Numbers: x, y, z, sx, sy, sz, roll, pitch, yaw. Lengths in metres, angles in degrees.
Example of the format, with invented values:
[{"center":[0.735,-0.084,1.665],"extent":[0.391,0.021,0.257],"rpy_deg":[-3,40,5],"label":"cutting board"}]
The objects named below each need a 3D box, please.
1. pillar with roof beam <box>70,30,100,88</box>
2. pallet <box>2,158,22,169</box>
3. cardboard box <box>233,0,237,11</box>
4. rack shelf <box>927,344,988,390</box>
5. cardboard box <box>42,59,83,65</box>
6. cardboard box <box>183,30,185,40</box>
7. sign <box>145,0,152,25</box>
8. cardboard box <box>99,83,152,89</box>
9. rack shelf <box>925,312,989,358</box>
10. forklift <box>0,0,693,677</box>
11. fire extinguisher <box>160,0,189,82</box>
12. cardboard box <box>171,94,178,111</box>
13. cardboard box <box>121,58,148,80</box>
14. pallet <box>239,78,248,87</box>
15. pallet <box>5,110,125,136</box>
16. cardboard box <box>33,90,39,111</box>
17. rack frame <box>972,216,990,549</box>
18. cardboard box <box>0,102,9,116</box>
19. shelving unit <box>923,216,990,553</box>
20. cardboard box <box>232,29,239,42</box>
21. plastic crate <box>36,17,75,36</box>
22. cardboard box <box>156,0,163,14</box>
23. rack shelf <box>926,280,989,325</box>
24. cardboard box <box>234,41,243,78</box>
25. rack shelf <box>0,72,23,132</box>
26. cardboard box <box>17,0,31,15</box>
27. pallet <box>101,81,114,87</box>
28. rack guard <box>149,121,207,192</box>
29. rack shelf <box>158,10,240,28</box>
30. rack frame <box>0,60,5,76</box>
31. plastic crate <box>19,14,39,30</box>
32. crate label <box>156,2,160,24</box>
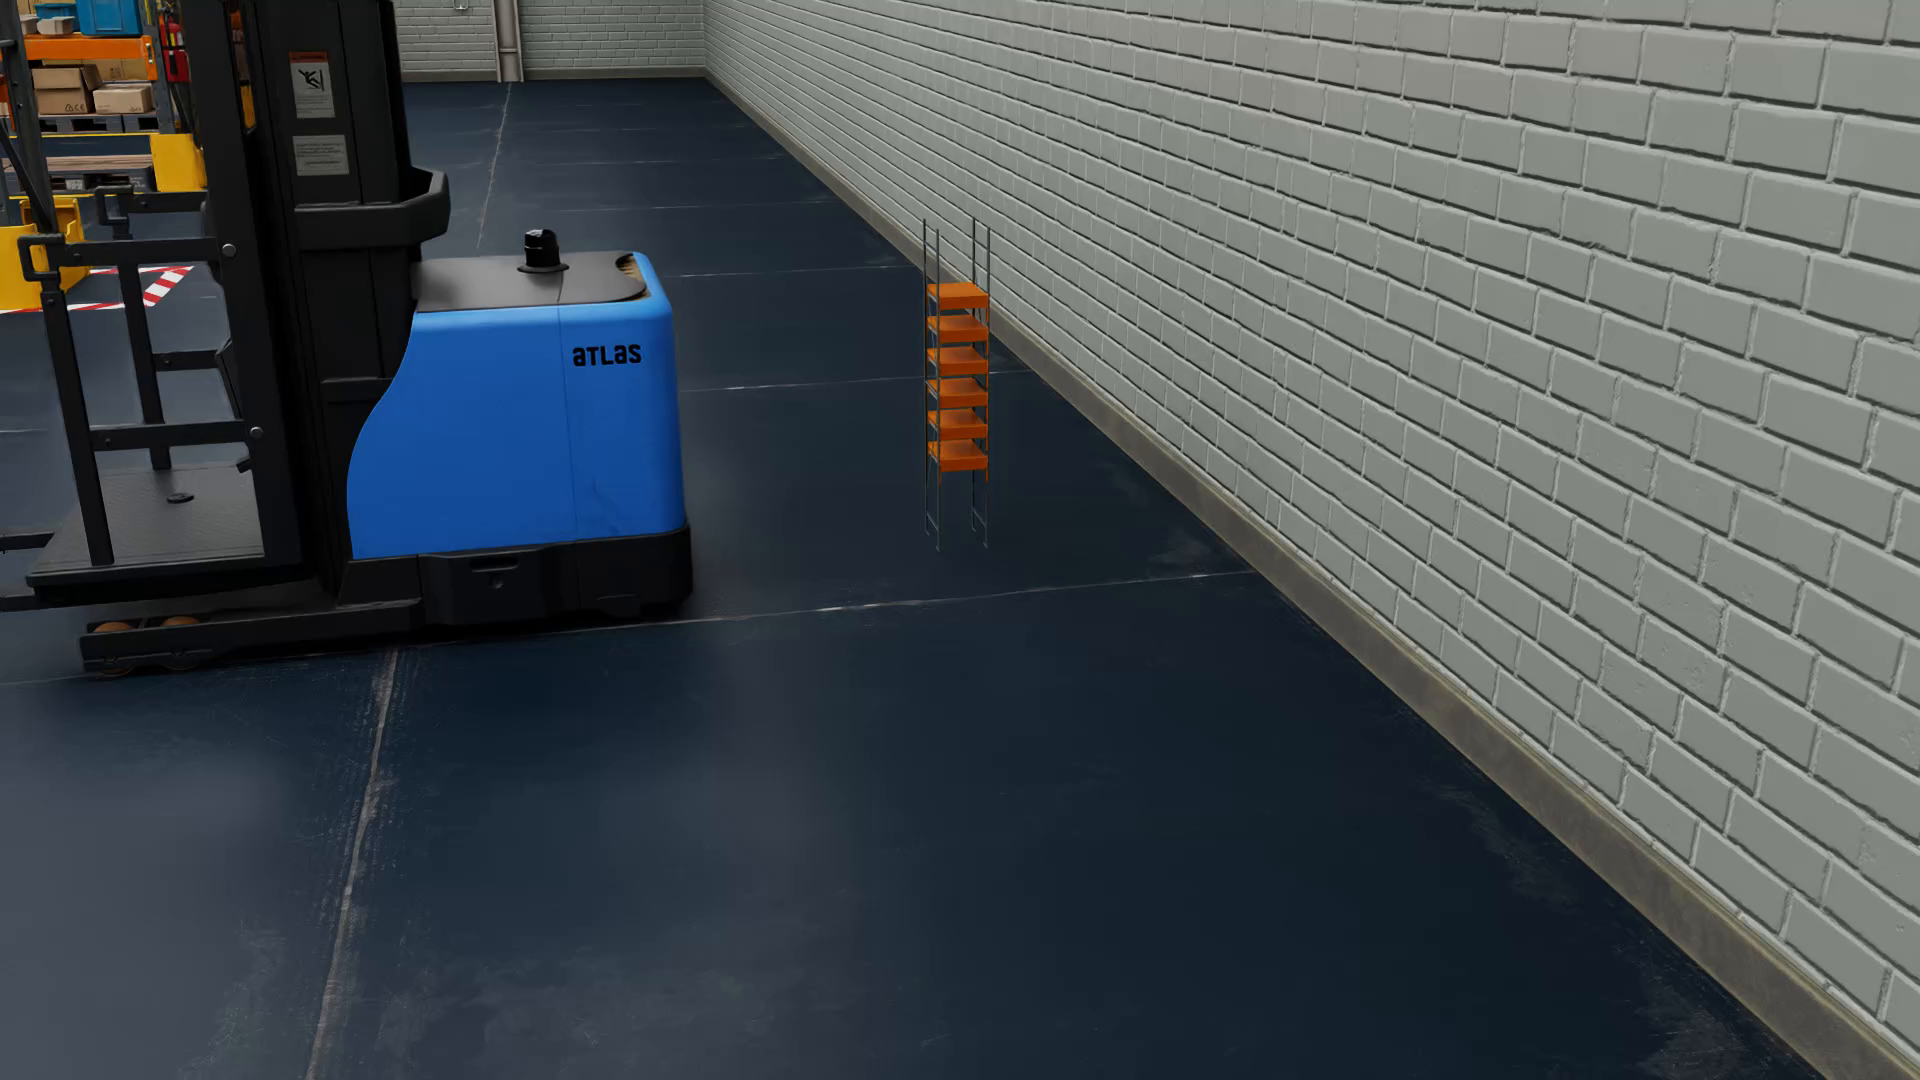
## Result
[{"center":[-11.770,-9.389,18.863],"extent":[0.400,9.000,9.100],"rpy_deg":[-5,21,-12],"label":"pillar with roof beam"},{"center":[-9.067,-3.212,14.775],"extent":[1.213,0.211,1.003],"rpy_deg":[-5,21,-12],"label":"pallet"},{"center":[-8.699,-6.427,19.353],"extent":[0.500,0.500,0.500],"rpy_deg":[-4,21,-11],"label":"cardboard box"},{"center":[-0.014,-0.633,6.079],"extent":[0.180,0.103,0.258],"rpy_deg":[-5,21,-12],"label":"rack shelf"},{"center":[-12.492,-6.716,23.313],"extent":[0.500,0.500,0.700],"rpy_deg":[-4,21,-12],"label":"cardboard box"},{"center":[-10.917,-7.220,23.745],"extent":[0.250,0.149,0.380],"rpy_deg":[-4,21,-12],"label":"cardboard box"},{"center":[-6.928,-4.562,14.171],"extent":[0.005,0.325,0.100],"rpy_deg":[-5,21,-12],"label":"sign"},{"center":[-9.774,-5.215,19.548],"extent":[0.500,0.250,0.500],"rpy_deg":[-5,21,-12],"label":"cardboard box"},{"center":[-0.014,-0.746,6.038],"extent":[0.180,0.103,0.258],"rpy_deg":[-5,21,-12],"label":"rack shelf"},{"center":[-2.480,-1.152,5.200],"extent":[3.031,2.935,1.130],"rpy_deg":[-5,21,-14],"label":"forklift"},{"center":[-6.819,-4.317,14.393],"extent":[0.183,0.674,0.296],"rpy_deg":[-5,21,-12],"label":"fire extinguisher"},{"center":[-9.094,-5.076,19.289],"extent":[0.250,0.166,0.380],"rpy_deg":[-5,21,-12],"label":"cardboard box"},{"center":[-11.502,-6.795,23.527],"extent":[0.500,0.500,0.700],"rpy_deg":[-4,21,-11],"label":"cardboard box"},{"center":[-10.111,-6.586,23.987],"extent":[1.213,0.211,1.003],"rpy_deg":[-5,21,-12],"label":"pallet"},{"center":[-10.241,-4.853,19.255],"extent":[1.213,0.211,1.003],"rpy_deg":[-5,21,-12],"label":"pallet"},{"center":[-10.881,-5.154,19.292],"extent":[0.500,0.311,0.500],"rpy_deg":[-5,21,-12],"label":"cardboard box"},{"center":[0.075,-0.569,6.125],"extent":[0.006,1.200,0.240],"rpy_deg":[-5,21,-12],"label":"rack frame"},{"center":[-10.802,-4.919,18.862],"extent":[0.250,0.166,0.380],"rpy_deg":[-5,21,-12],"label":"cardboard box"},{"center":[-0.014,-0.562,6.105],"extent":[0.189,1.200,0.258],"rpy_deg":[-5,21,-12],"label":"shelving unit"},{"center":[-10.340,-7.132,23.505],"extent":[0.250,0.149,0.380],"rpy_deg":[-4,21,-11],"label":"cardboard box"},{"center":[-7.823,-4.448,14.392],"extent":[0.243,0.136,0.396],"rpy_deg":[-5,21,-12],"label":"plastic crate"},{"center":[-9.084,-6.205,18.747],"extent":[0.500,0.500,0.500],"rpy_deg":[-4,21,-12],"label":"cardboard box"},{"center":[-0.014,-0.859,5.997],"extent":[0.180,0.103,0.258],"rpy_deg":[-5,21,-12],"label":"rack shelf"},{"center":[-10.496,-6.880,23.758],"extent":[0.500,0.500,0.700],"rpy_deg":[-5,21,-13],"label":"cardboard box"},{"center":[-7.877,-2.515,9.864],"extent":[4.000,0.370,1.077],"rpy_deg":[-5,21,-12],"label":"rack shelf"},{"center":[-10.556,-6.087,18.425],"extent":[0.500,0.500,0.500],"rpy_deg":[-5,21,-13],"label":"cardboard box"},{"center":[-12.485,-6.393,23.459],"extent":[1.213,0.211,1.003],"rpy_deg":[-5,21,-12],"label":"pallet"},{"center":[-7.050,-3.501,15.145],"extent":[0.348,0.500,1.175],"rpy_deg":[-5,21,-12],"label":"rack guard"},{"center":[-10.153,-5.831,18.917],"extent":[4.000,0.370,1.077],"rpy_deg":[-5,21,-12],"label":"rack shelf"},{"center":[-13.243,-7.668,22.887],"extent":[0.127,3.000,1.000],"rpy_deg":[-5,21,-12],"label":"rack frame"},{"center":[-8.378,-4.612,14.841],"extent":[0.298,0.136,0.250],"rpy_deg":[-5,21,-12],"label":"plastic crate"},{"center":[-7.387,-4.709,14.964],"extent":[0.303,0.233,0.416],"rpy_deg":[-5,21,-12],"label":"crate label"}]
